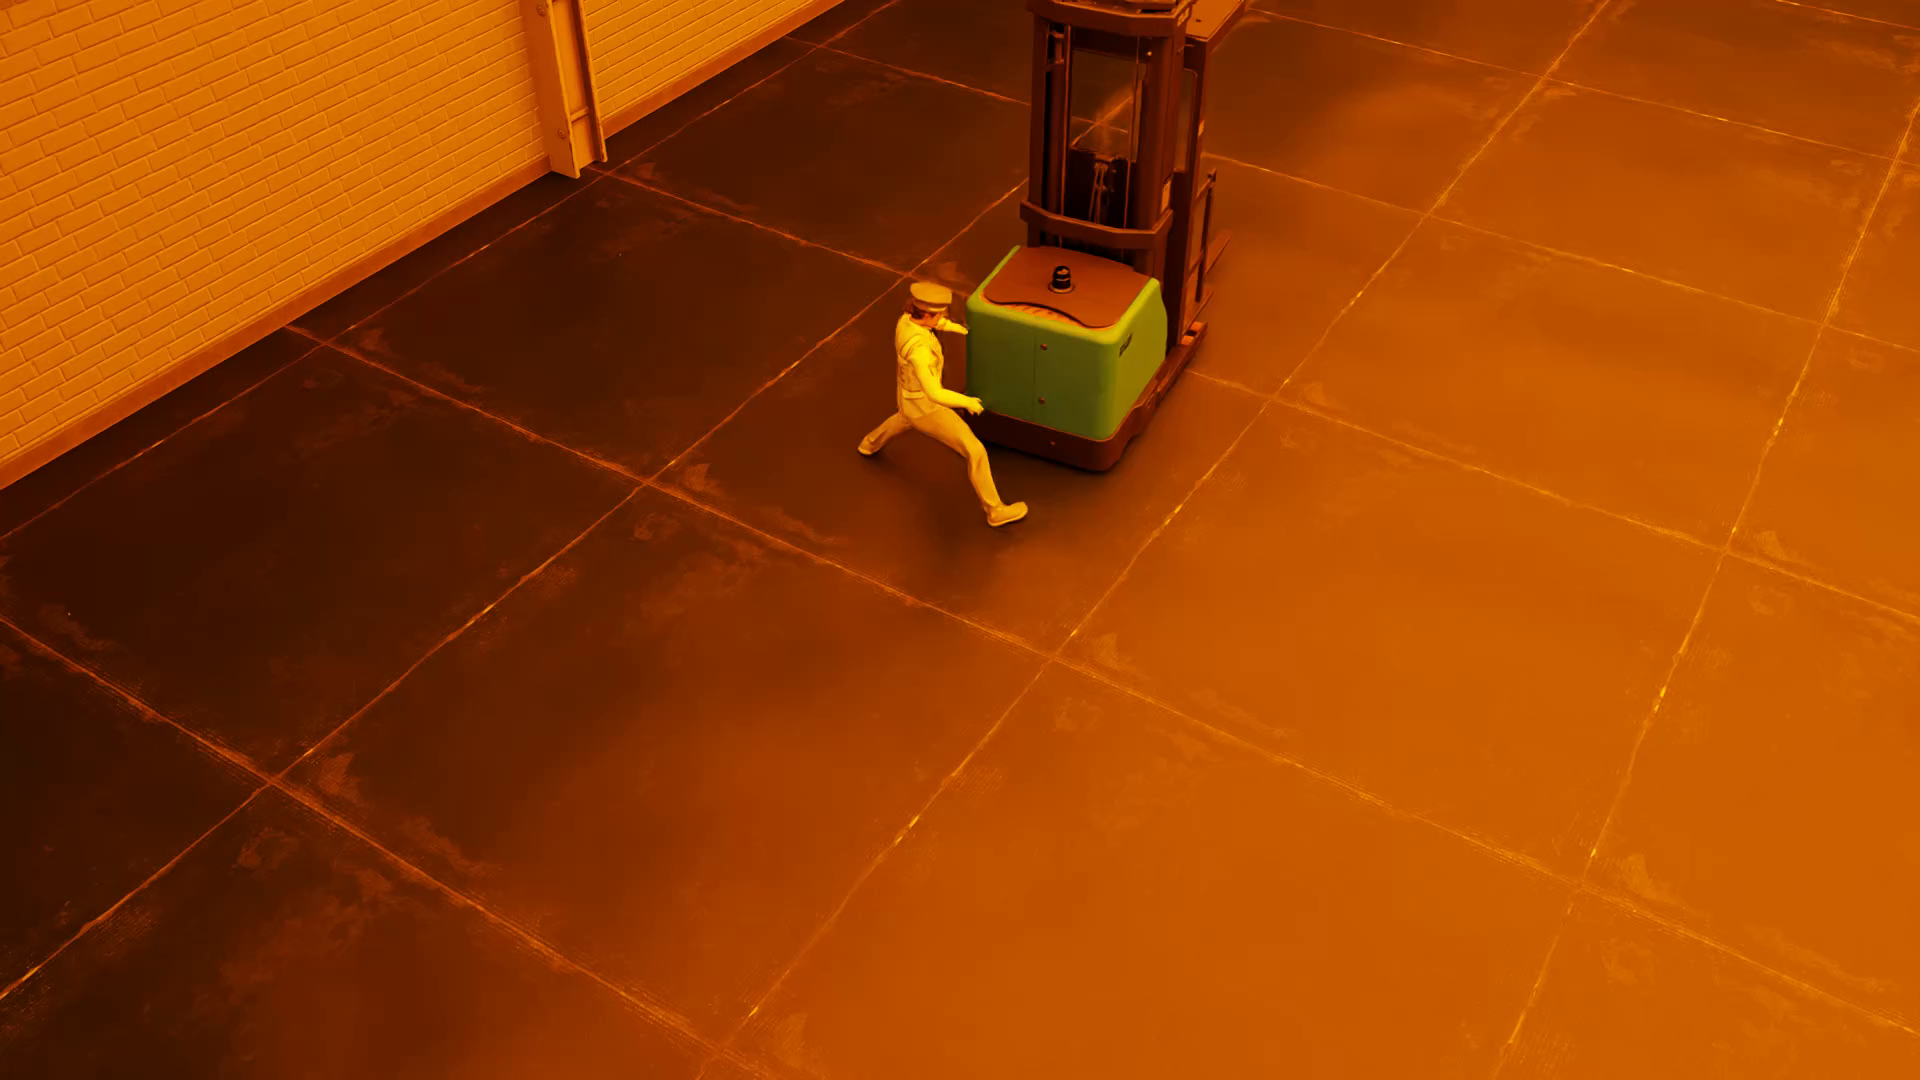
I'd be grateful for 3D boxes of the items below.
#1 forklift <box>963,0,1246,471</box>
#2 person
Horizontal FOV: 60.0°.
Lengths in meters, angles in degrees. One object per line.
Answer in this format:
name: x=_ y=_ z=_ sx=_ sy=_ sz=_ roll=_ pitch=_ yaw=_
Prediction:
forklift: x=1.115 y=-2.509 z=10.928 sx=1.130 sy=2.935 sz=3.031 roll=17 pitch=43 yaw=19
person: x=-0.123 y=-0.929 z=10.206 sx=0.937 sy=1.499 sz=1.093 roll=-8 pitch=41 yaw=-9
